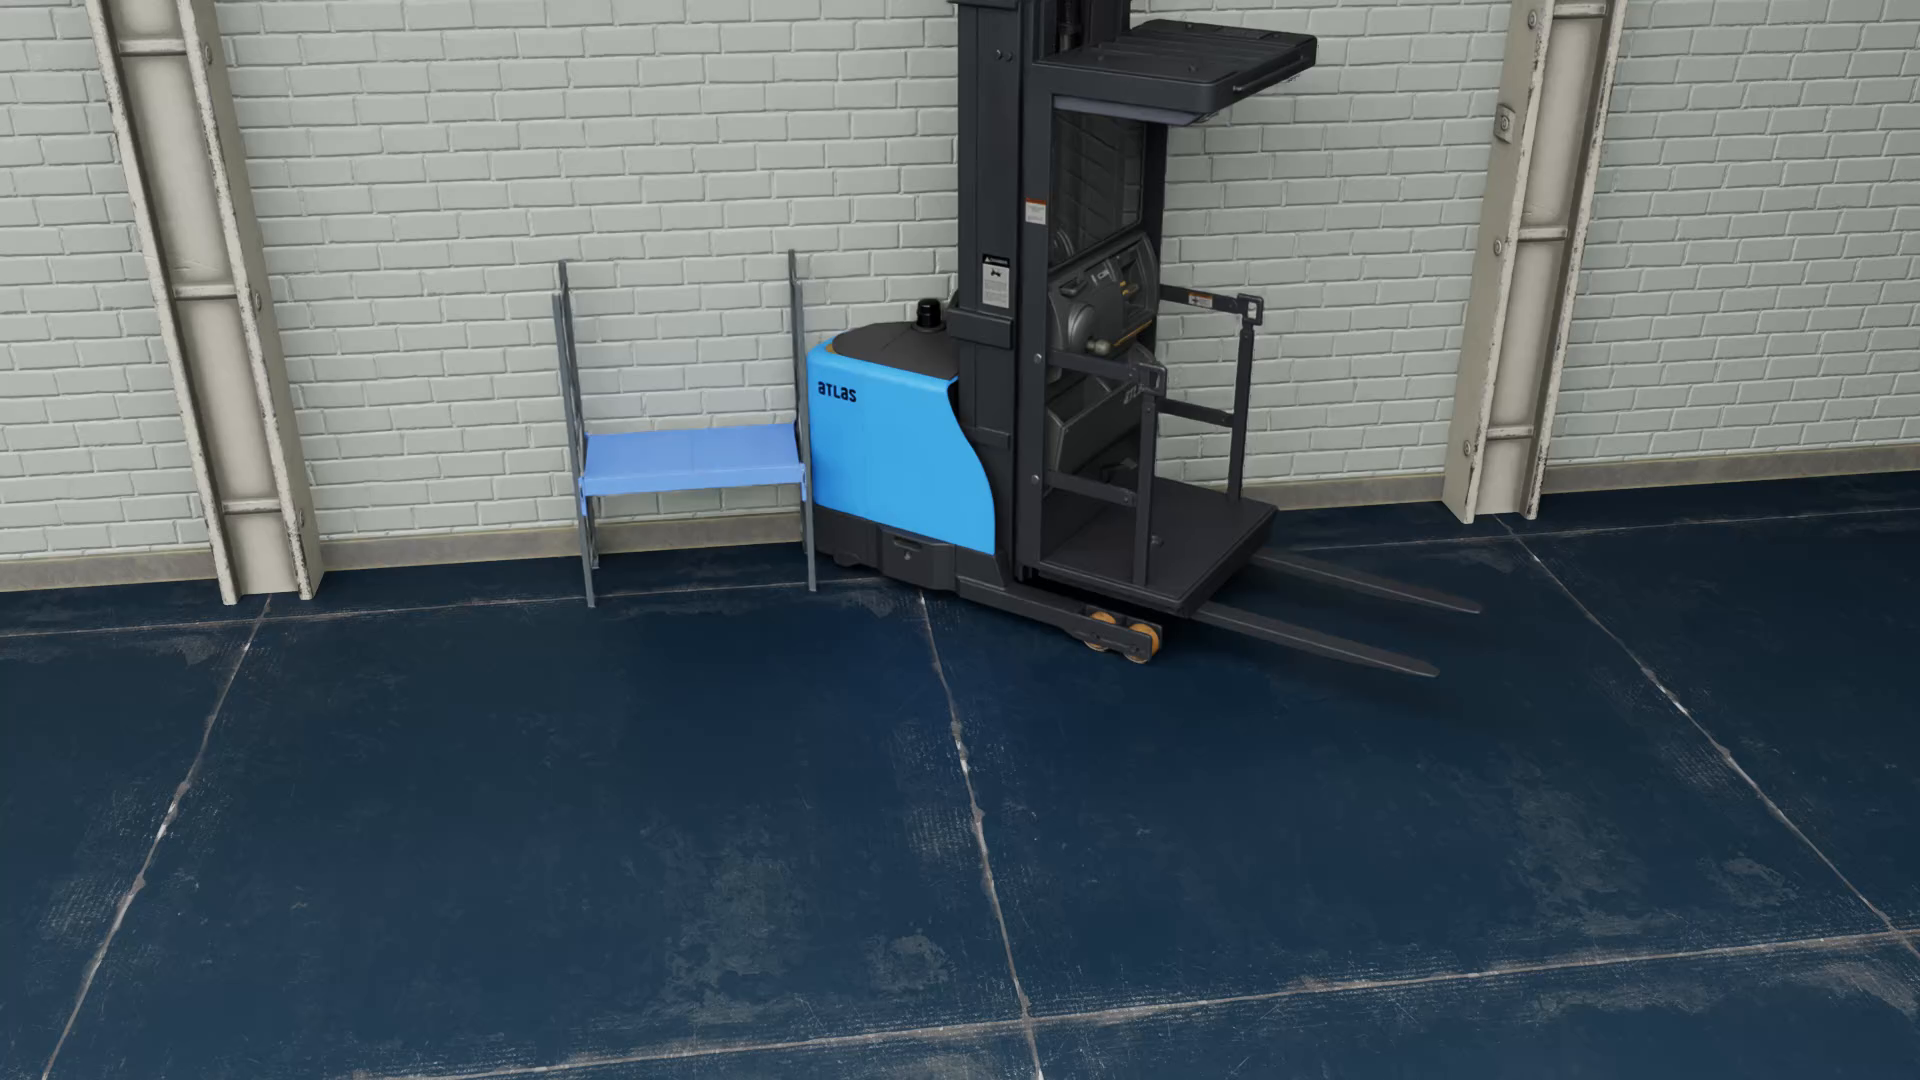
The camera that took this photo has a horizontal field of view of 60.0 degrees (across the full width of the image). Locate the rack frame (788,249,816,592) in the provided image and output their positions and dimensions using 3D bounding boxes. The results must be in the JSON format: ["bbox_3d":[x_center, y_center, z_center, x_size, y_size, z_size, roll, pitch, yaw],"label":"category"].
[{"bbox_3d":[-0.726,-0.536,7.653,0.032,1.500,0.500,-4,27,-8],"label":"rack frame"}]

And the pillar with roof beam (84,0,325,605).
[{"bbox_3d":[-2.622,-1.841,1.981,0.400,9.000,9.100,-4,27,-7],"label":"pillar with roof beam"}]

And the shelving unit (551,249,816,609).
[{"bbox_3d":[-1.229,-0.501,7.583,1.048,1.500,0.538,-4,27,-8],"label":"shelving unit"}]

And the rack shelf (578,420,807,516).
[{"bbox_3d":[-1.229,-0.341,7.666,1.000,0.185,0.538,-4,27,-8],"label":"rack shelf"}]

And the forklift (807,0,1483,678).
[{"bbox_3d":[0.804,-1.049,7.083,3.031,2.935,1.130,16,31,28],"label":"forklift"}]

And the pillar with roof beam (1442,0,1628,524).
[{"bbox_3d":[3.320,-2.223,2.724,0.400,9.000,9.100,-4,27,-7],"label":"pillar with roof beam"}]

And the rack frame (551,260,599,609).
[{"bbox_3d":[-1.731,-0.465,7.514,0.032,1.500,0.500,-4,27,-8],"label":"rack frame"}]
